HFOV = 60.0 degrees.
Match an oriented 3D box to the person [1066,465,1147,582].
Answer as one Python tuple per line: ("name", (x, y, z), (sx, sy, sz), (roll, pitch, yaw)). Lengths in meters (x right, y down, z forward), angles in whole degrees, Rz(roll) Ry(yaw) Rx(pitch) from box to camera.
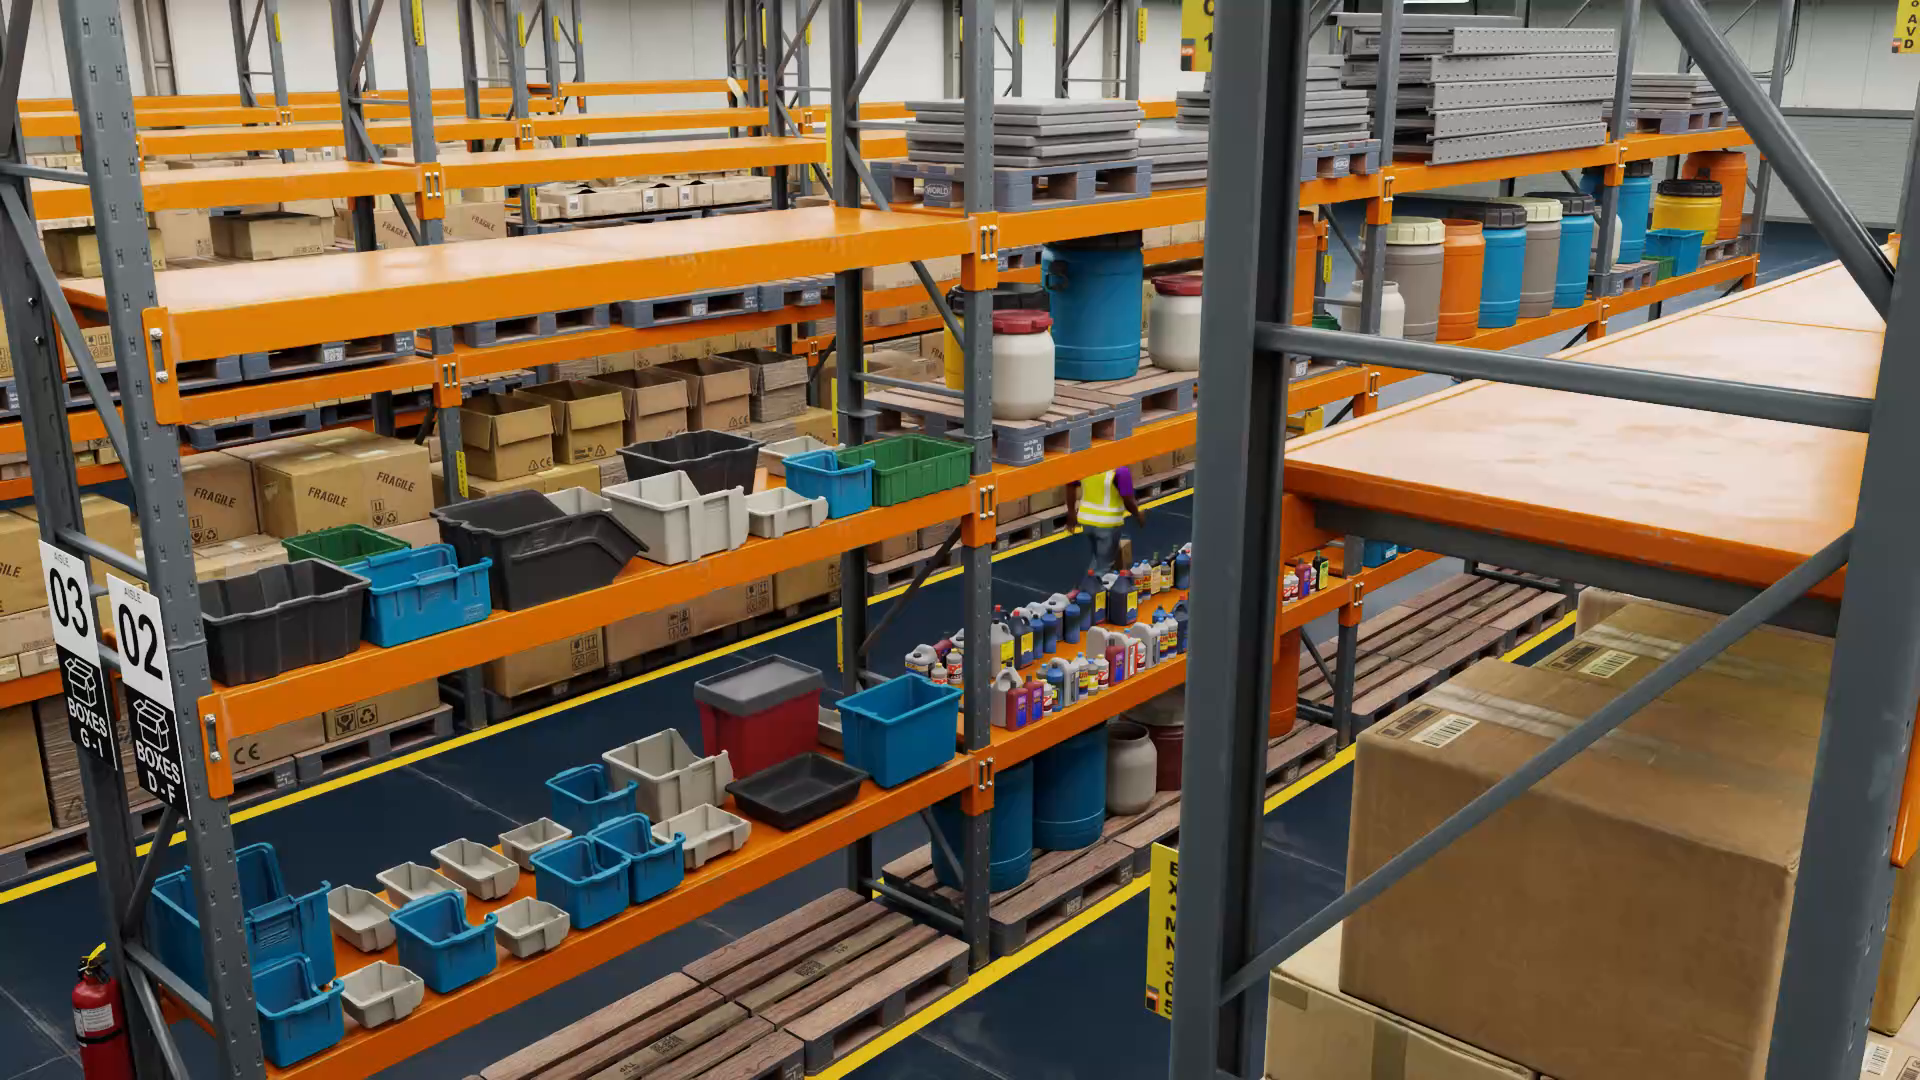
("person", (1.254, -0.152, 14.538), (0.680, 1.745, 0.590), (16, 23, 42))
